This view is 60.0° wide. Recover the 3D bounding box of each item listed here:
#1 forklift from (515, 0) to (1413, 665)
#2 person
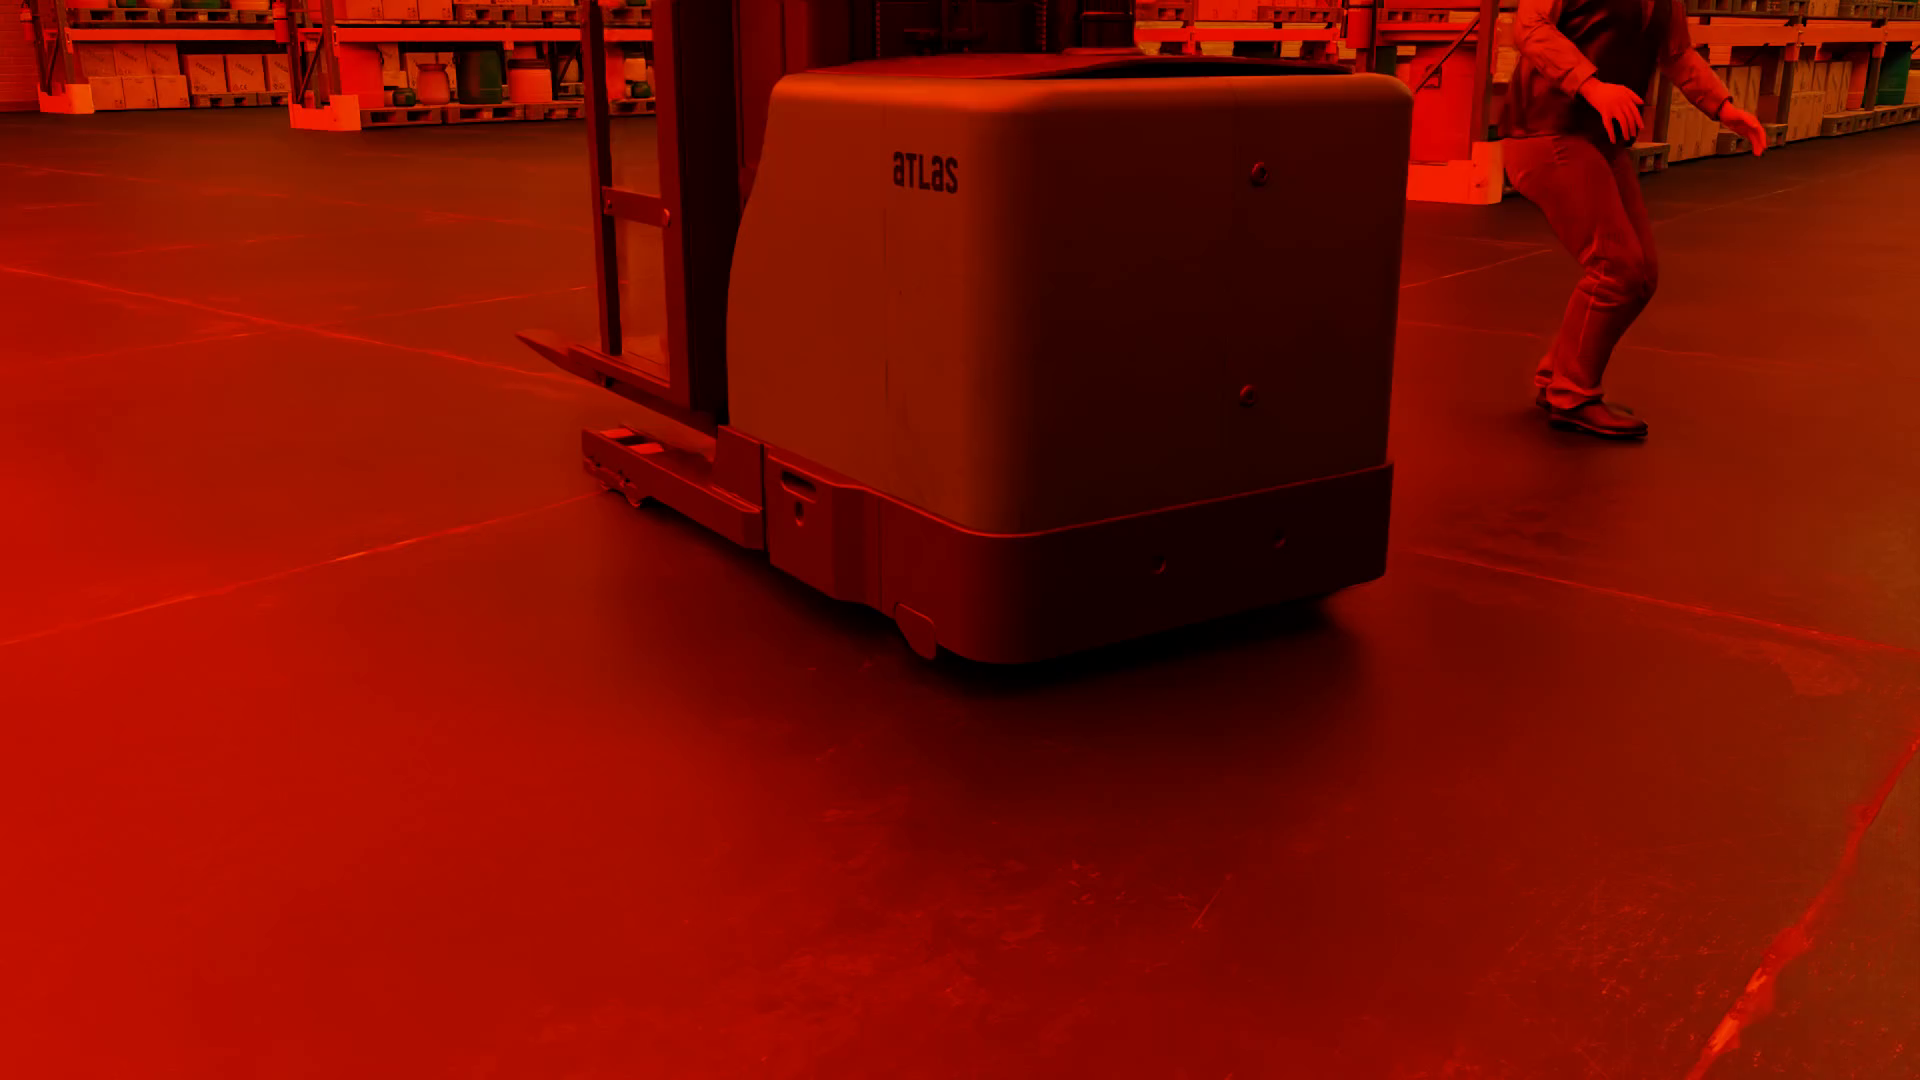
[{"bbox_3d":[-0.336,-1.551,4.004,1.130,2.935,3.031,-11,20,-32],"label":"forklift"},{"bbox_3d":[1.945,-1.131,4.884,0.762,1.682,0.635,-16,23,-42],"label":"person"}]
